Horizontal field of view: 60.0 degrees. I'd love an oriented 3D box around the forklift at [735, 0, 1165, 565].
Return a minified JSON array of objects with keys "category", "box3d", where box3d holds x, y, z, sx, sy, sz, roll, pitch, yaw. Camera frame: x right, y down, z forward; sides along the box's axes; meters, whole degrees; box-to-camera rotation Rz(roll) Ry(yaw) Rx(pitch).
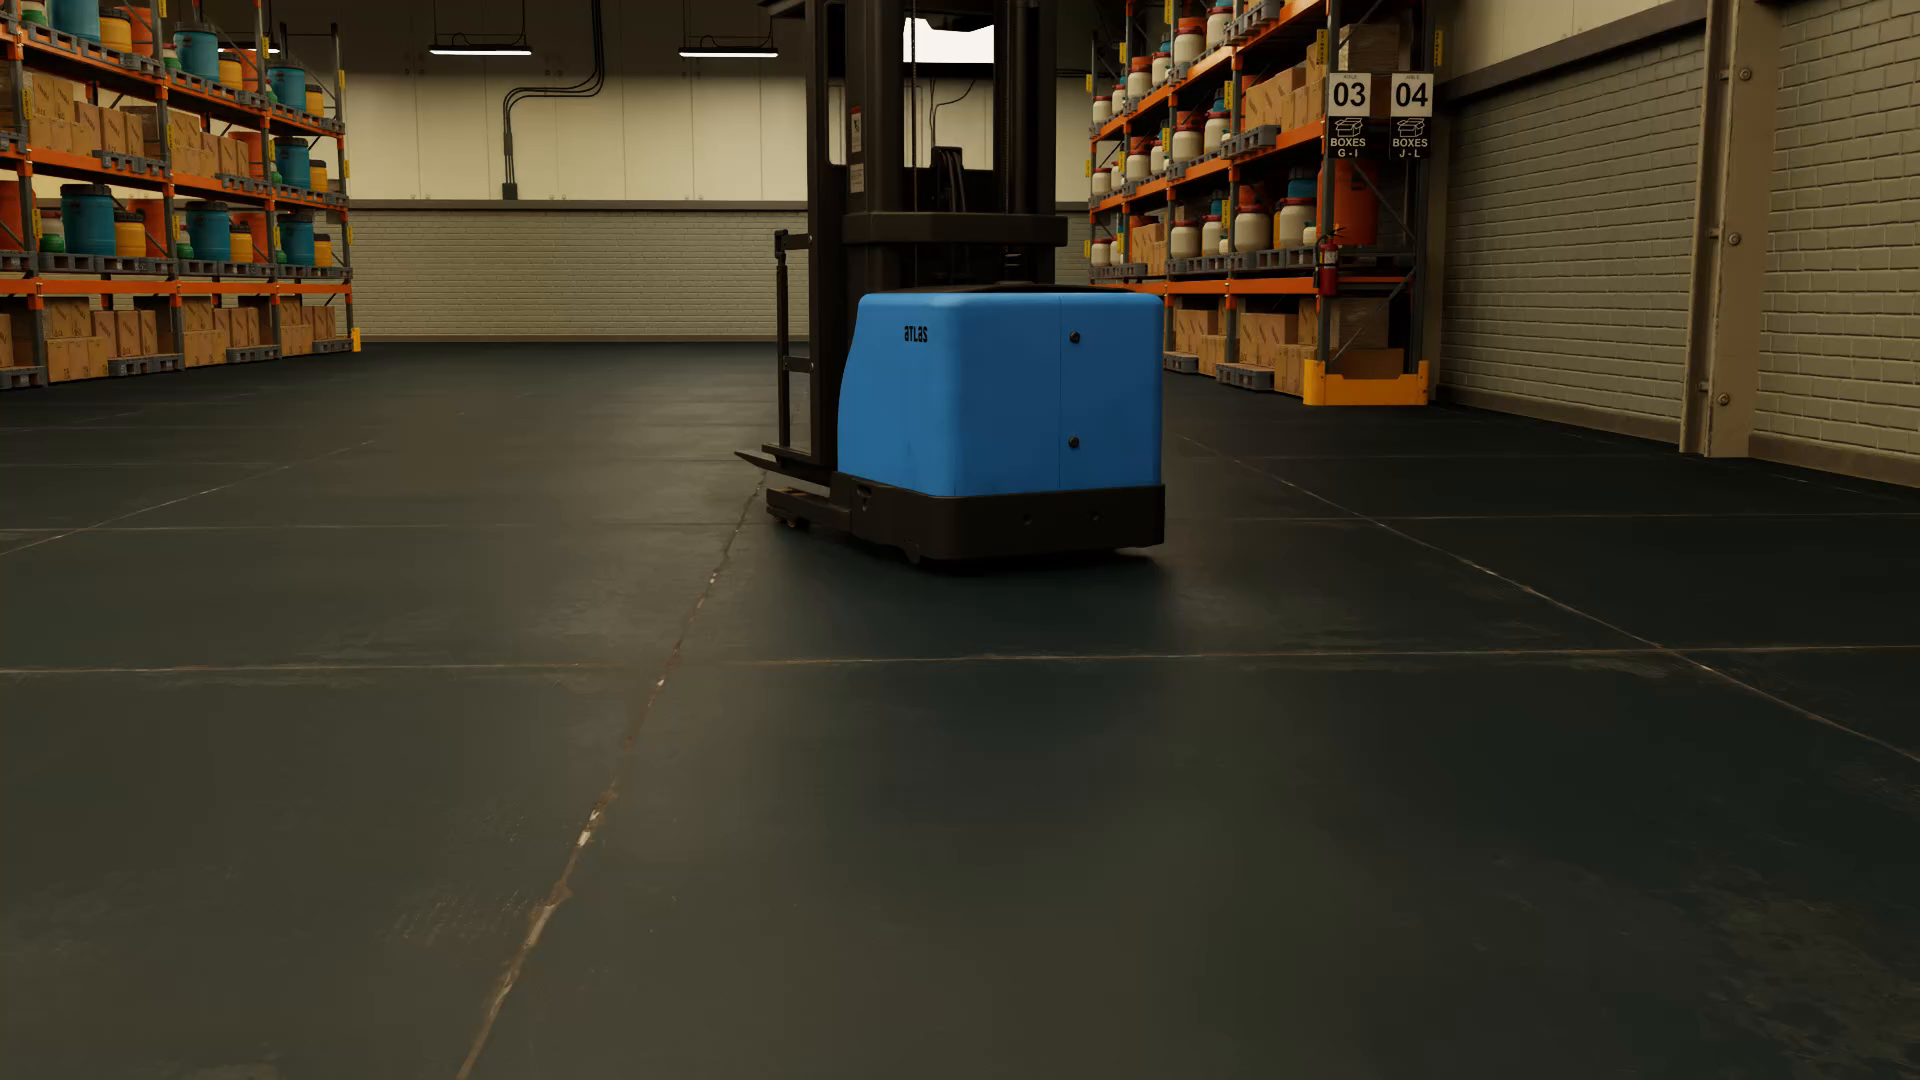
[{"category":"forklift","box3d":[-0.264,-1.530,7.637,1.130,2.935,3.031,-4,9,-25]}]
